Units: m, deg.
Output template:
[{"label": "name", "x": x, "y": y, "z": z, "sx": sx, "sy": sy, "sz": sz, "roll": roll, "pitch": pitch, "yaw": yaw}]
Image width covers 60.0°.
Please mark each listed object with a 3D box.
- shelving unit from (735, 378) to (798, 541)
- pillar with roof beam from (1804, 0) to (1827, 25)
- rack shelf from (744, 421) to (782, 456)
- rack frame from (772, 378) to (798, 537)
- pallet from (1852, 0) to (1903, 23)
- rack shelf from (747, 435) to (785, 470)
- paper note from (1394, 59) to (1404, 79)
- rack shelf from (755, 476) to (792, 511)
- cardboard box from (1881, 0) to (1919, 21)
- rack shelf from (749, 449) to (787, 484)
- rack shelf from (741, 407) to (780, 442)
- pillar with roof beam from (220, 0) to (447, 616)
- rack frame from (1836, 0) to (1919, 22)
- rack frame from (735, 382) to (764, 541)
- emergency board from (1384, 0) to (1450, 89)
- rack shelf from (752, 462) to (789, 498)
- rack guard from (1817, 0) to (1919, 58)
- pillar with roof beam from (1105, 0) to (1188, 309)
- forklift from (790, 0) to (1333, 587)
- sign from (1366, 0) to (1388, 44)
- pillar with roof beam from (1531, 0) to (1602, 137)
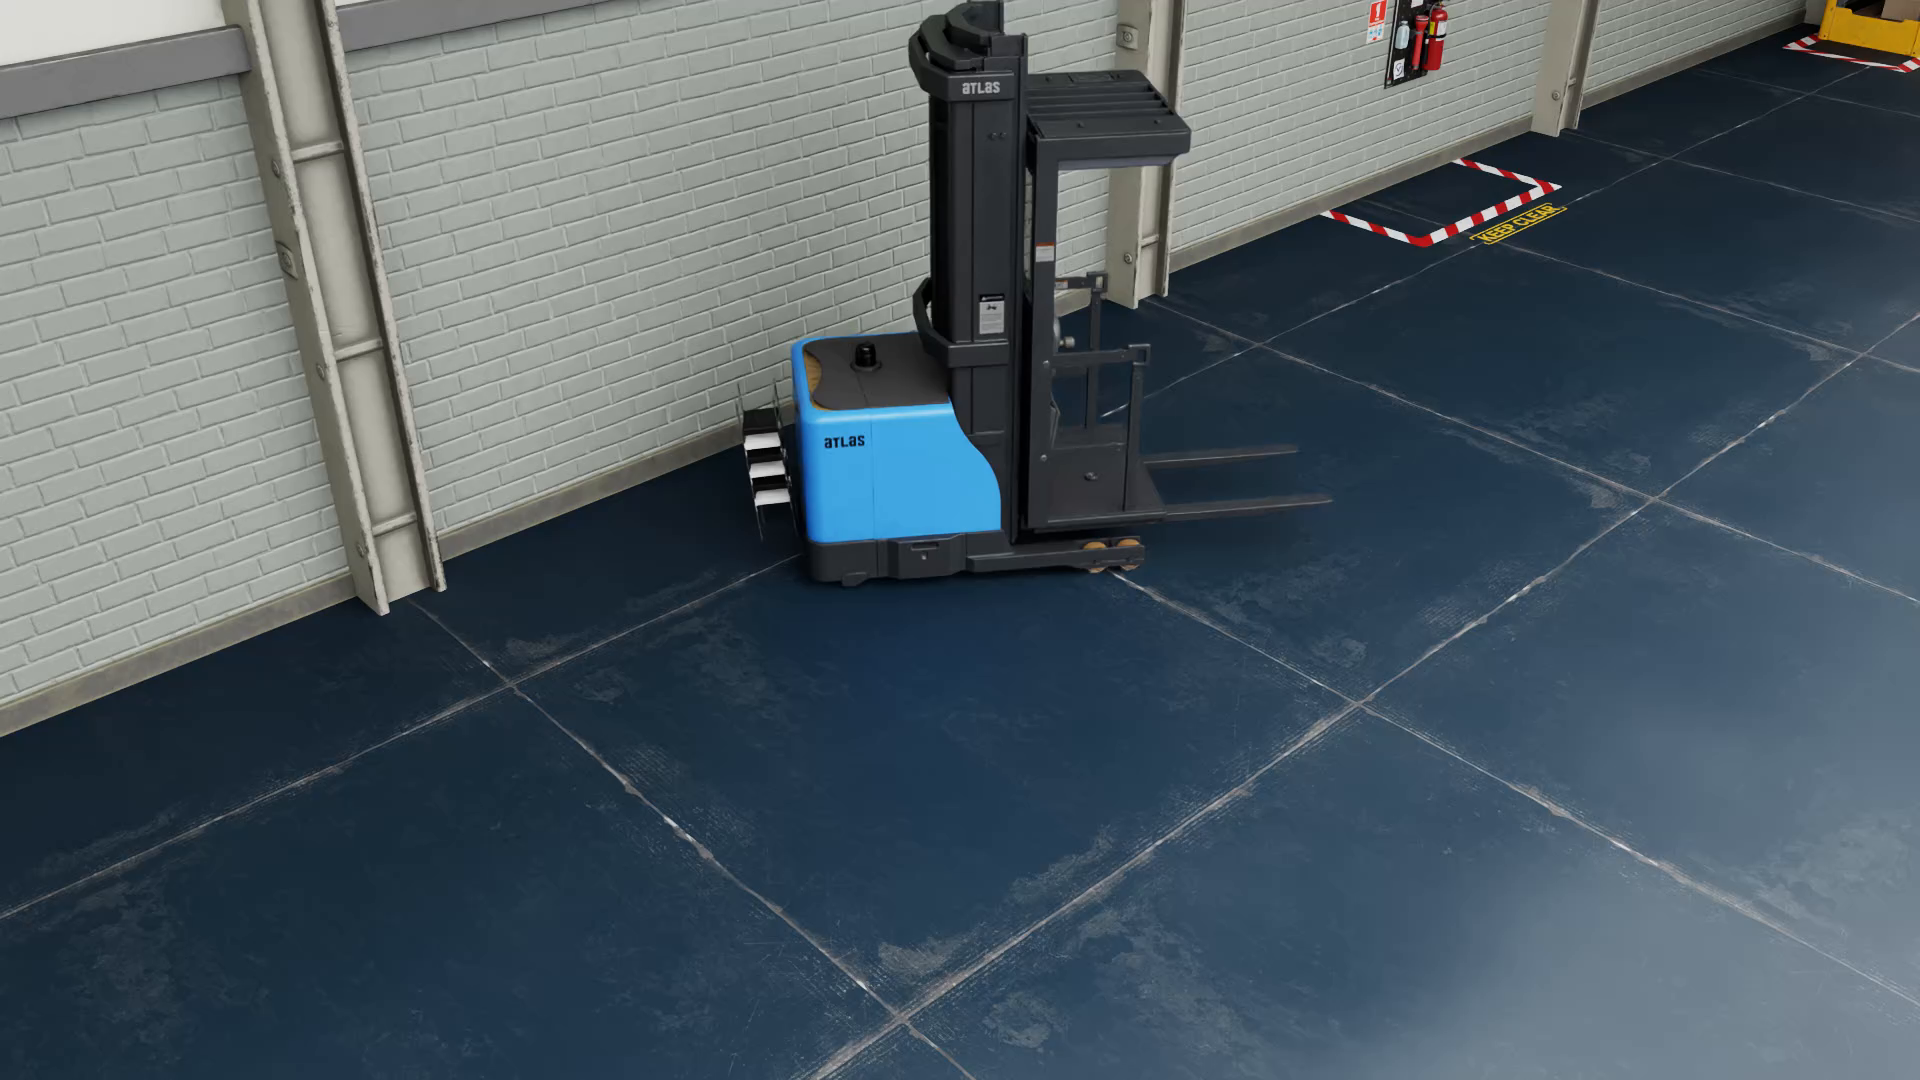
[{"label": "shelving unit", "x": -1.091, "y": -0.451, "z": 9.443, "sx": 0.210, "sy": 0.900, "sz": 0.258, "roll": -7, "pitch": 32, "yaw": 0}, {"label": "pillar with roof beam", "x": 13.058, "y": -8.298, "z": 14.529, "sx": 0.400, "sy": 9.000, "sz": 9.100, "roll": -26, "pitch": 40, "yaw": -35}, {"label": "rack shelf", "x": -1.105, "y": -0.575, "z": 9.366, "sx": 0.200, "sy": 0.077, "sz": 0.258, "roll": -7, "pitch": 32, "yaw": 0}, {"label": "rack frame", "x": -0.990, "y": -0.462, "z": 9.443, "sx": 0.006, "sy": 0.900, "sz": 0.240, "roll": -7, "pitch": 32, "yaw": 0}, {"label": "pallet", "x": 10.881, "y": -5.918, "z": 19.061, "sx": 1.213, "sy": 0.211, "sz": 1.003, "roll": -26, "pitch": 40, "yaw": -35}, {"label": "rack shelf", "x": -1.097, "y": -0.499, "z": 9.413, "sx": 0.200, "sy": 0.077, "sz": 0.258, "roll": -7, "pitch": 32, "yaw": 0}, {"label": "paper note", "x": 3.717, "y": -3.983, "z": 14.068, "sx": 0.142, "sy": 0.148, "sz": 0.016, "roll": -26, "pitch": 40, "yaw": -35}, {"label": "rack shelf", "x": -1.071, "y": -0.270, "z": 9.555, "sx": 0.200, "sy": 0.077, "sz": 0.258, "roll": -7, "pitch": 32, "yaw": 0}, {"label": "cardboard box", "x": 10.774, "y": -6.058, "z": 18.772, "sx": 0.500, "sy": 0.311, "sz": 0.500, "roll": 24, "pitch": 39, "yaw": 34}, {"label": "rack shelf", "x": -1.088, "y": -0.422, "z": 9.460, "sx": 0.200, "sy": 0.077, "sz": 0.258, "roll": -7, "pitch": 32, "yaw": 0}, {"label": "rack shelf", "x": -1.114, "y": -0.651, "z": 9.319, "sx": 0.200, "sy": 0.077, "sz": 0.258, "roll": -7, "pitch": 32, "yaw": 0}, {"label": "pillar with roof beam", "x": -0.141, "y": -1.914, "z": 4.088, "sx": 0.400, "sy": 9.000, "sz": 9.100, "roll": -26, "pitch": 40, "yaw": -35}, {"label": "rack frame", "x": 10.206, "y": -6.806, "z": 17.840, "sx": 0.127, "sy": 3.000, "sz": 1.000, "roll": -26, "pitch": 40, "yaw": -35}, {"label": "rack frame", "x": -1.192, "y": -0.439, "z": 9.442, "sx": 0.006, "sy": 0.900, "sz": 0.240, "roll": -7, "pitch": 32, "yaw": 0}, {"label": "emergency board", "x": 3.893, "y": -4.395, "z": 13.897, "sx": 0.643, "sy": 1.169, "sz": 0.194, "roll": -26, "pitch": 40, "yaw": -35}, {"label": "rack shelf", "x": -1.079, "y": -0.346, "z": 9.508, "sx": 0.200, "sy": 0.077, "sz": 0.258, "roll": -7, "pitch": 32, "yaw": 0}, {"label": "rack guard", "x": 10.262, "y": -5.767, "z": 18.536, "sx": 0.348, "sy": 0.500, "sz": 1.175, "roll": -26, "pitch": 40, "yaw": -35}, {"label": "pillar with roof beam", "x": 4.259, "y": -4.042, "z": 7.568, "sx": 0.400, "sy": 9.000, "sz": 9.100, "roll": -26, "pitch": 40, "yaw": -35}, {"label": "forklift", "x": 0.594, "y": -1.341, "z": 8.967, "sx": 3.031, "sy": 2.935, "sz": 1.130, "roll": -4, "pitch": 32, "yaw": -7}, {"label": "sign", "x": 3.418, "y": -4.254, "z": 13.632, "sx": 0.234, "sy": 0.329, "sz": 0.001, "roll": -26, "pitch": 40, "yaw": -35}, {"label": "pillar with roof beam", "x": 8.658, "y": -6.170, "z": 11.049, "sx": 0.400, "sy": 9.000, "sz": 9.100, "roll": -26, "pitch": 40, "yaw": -35}]
